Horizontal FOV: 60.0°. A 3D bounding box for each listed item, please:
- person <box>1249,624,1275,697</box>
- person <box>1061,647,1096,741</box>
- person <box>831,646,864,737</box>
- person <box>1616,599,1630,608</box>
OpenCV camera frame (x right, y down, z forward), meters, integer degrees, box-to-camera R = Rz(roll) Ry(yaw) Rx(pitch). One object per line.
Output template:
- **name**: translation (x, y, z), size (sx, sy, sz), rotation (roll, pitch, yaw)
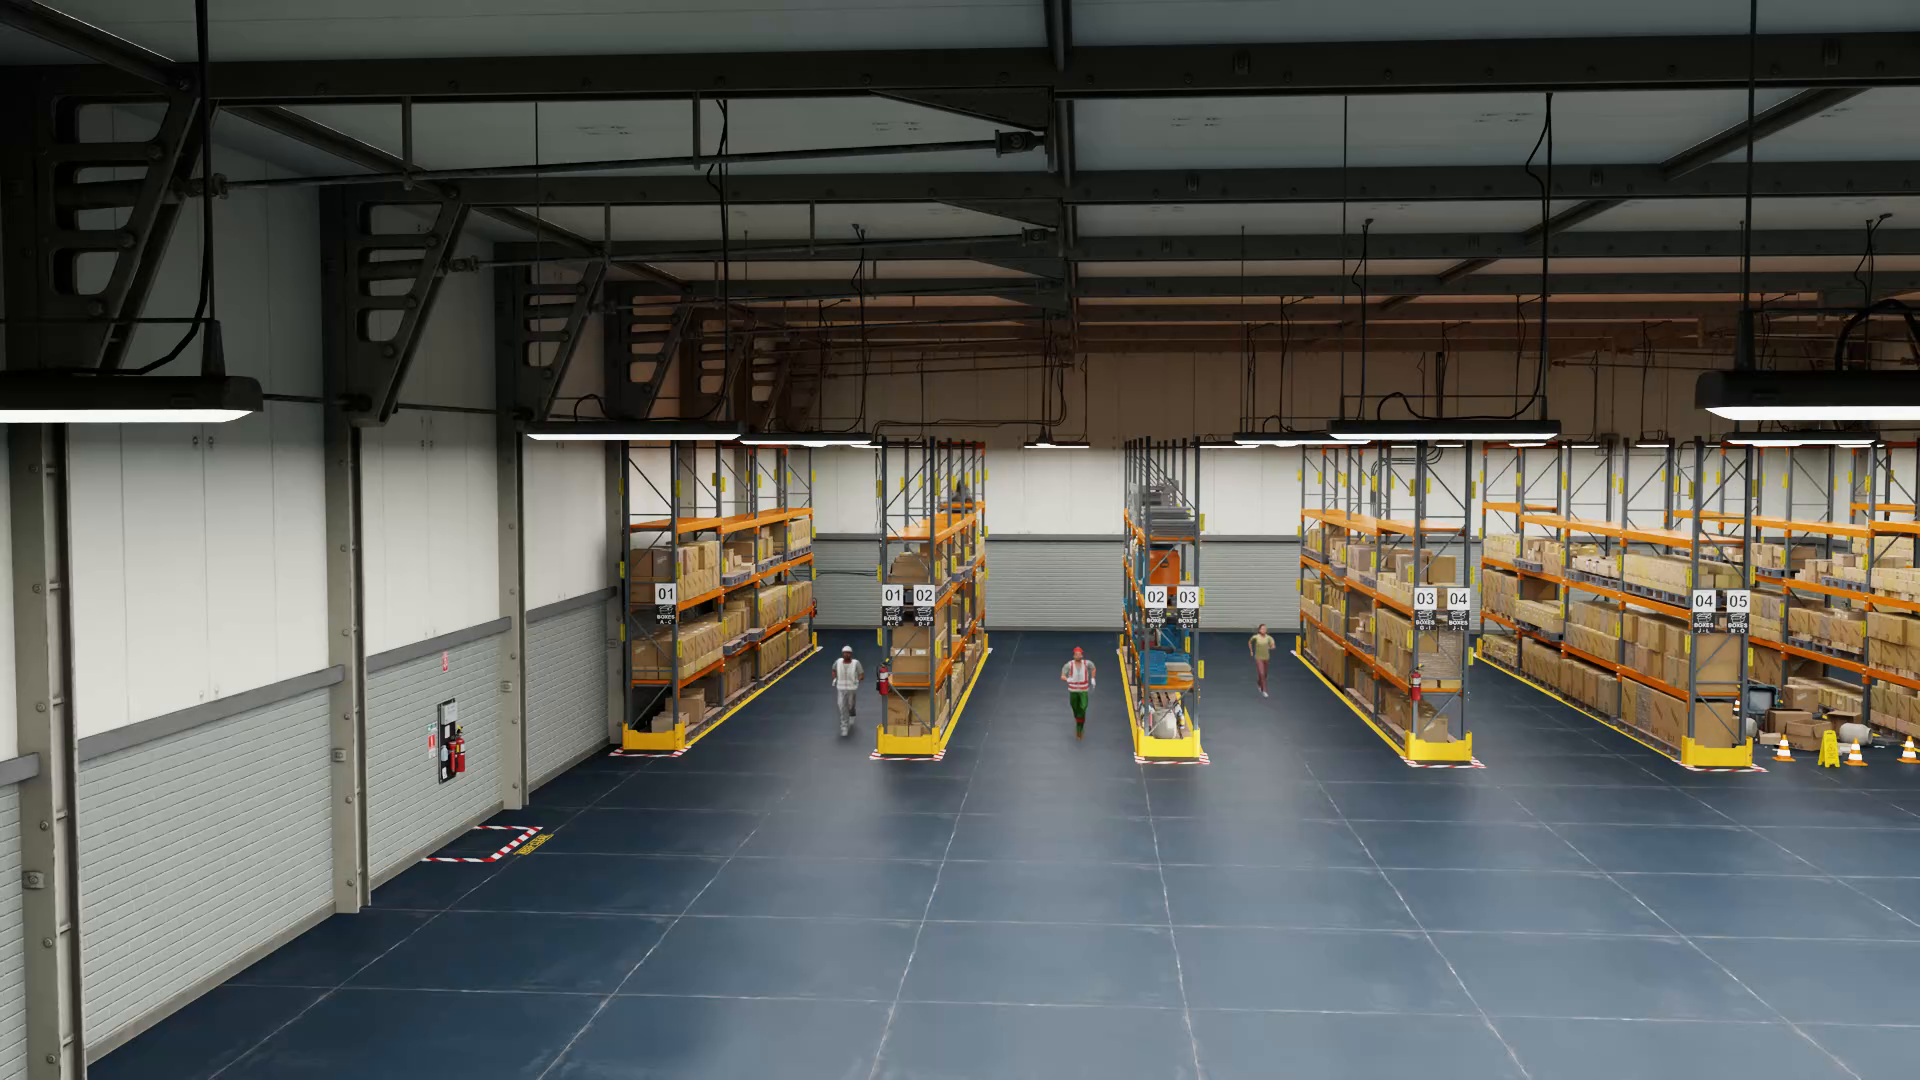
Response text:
- **person**: translation (7.059, 2.780, 38.811), size (0.572, 1.659, 0.970), rotation (0, 3, -5)
- **person**: translation (2.374, 3.060, 33.323), size (0.690, 1.848, 0.913), rotation (0, 3, 4)
- **person**: translation (-2.288, 3.036, 33.715), size (0.682, 1.785, 0.941), rotation (0, 3, 2)
- **person**: translation (18.702, 2.344, 47.110), size (0.922, 1.696, 0.614), rotation (0, 3, -2)
